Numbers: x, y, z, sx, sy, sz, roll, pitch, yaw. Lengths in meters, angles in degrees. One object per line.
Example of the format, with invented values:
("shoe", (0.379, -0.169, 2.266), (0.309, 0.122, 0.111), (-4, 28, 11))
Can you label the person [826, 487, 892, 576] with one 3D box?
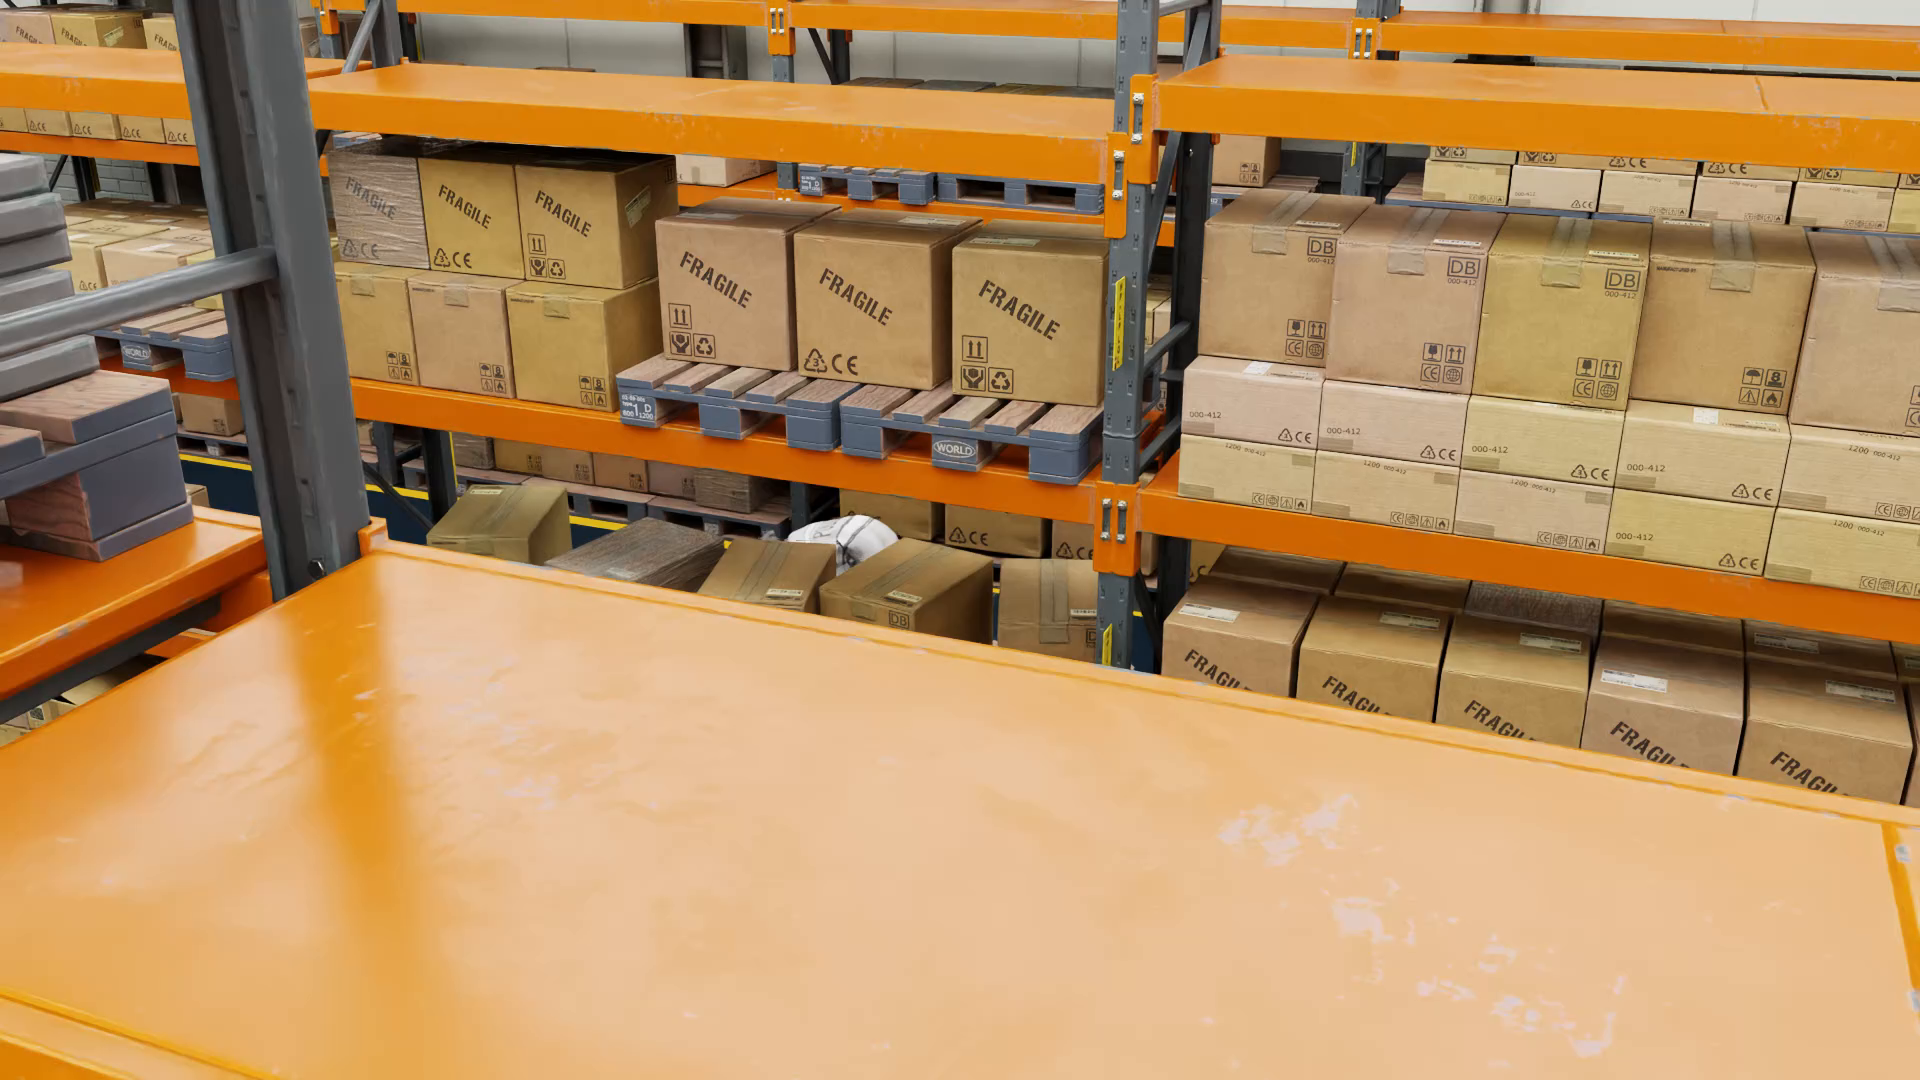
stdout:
("person", (-0.685, -0.019, 10.971), (0.445, 1.744, 0.595), (7, 23, 17))
